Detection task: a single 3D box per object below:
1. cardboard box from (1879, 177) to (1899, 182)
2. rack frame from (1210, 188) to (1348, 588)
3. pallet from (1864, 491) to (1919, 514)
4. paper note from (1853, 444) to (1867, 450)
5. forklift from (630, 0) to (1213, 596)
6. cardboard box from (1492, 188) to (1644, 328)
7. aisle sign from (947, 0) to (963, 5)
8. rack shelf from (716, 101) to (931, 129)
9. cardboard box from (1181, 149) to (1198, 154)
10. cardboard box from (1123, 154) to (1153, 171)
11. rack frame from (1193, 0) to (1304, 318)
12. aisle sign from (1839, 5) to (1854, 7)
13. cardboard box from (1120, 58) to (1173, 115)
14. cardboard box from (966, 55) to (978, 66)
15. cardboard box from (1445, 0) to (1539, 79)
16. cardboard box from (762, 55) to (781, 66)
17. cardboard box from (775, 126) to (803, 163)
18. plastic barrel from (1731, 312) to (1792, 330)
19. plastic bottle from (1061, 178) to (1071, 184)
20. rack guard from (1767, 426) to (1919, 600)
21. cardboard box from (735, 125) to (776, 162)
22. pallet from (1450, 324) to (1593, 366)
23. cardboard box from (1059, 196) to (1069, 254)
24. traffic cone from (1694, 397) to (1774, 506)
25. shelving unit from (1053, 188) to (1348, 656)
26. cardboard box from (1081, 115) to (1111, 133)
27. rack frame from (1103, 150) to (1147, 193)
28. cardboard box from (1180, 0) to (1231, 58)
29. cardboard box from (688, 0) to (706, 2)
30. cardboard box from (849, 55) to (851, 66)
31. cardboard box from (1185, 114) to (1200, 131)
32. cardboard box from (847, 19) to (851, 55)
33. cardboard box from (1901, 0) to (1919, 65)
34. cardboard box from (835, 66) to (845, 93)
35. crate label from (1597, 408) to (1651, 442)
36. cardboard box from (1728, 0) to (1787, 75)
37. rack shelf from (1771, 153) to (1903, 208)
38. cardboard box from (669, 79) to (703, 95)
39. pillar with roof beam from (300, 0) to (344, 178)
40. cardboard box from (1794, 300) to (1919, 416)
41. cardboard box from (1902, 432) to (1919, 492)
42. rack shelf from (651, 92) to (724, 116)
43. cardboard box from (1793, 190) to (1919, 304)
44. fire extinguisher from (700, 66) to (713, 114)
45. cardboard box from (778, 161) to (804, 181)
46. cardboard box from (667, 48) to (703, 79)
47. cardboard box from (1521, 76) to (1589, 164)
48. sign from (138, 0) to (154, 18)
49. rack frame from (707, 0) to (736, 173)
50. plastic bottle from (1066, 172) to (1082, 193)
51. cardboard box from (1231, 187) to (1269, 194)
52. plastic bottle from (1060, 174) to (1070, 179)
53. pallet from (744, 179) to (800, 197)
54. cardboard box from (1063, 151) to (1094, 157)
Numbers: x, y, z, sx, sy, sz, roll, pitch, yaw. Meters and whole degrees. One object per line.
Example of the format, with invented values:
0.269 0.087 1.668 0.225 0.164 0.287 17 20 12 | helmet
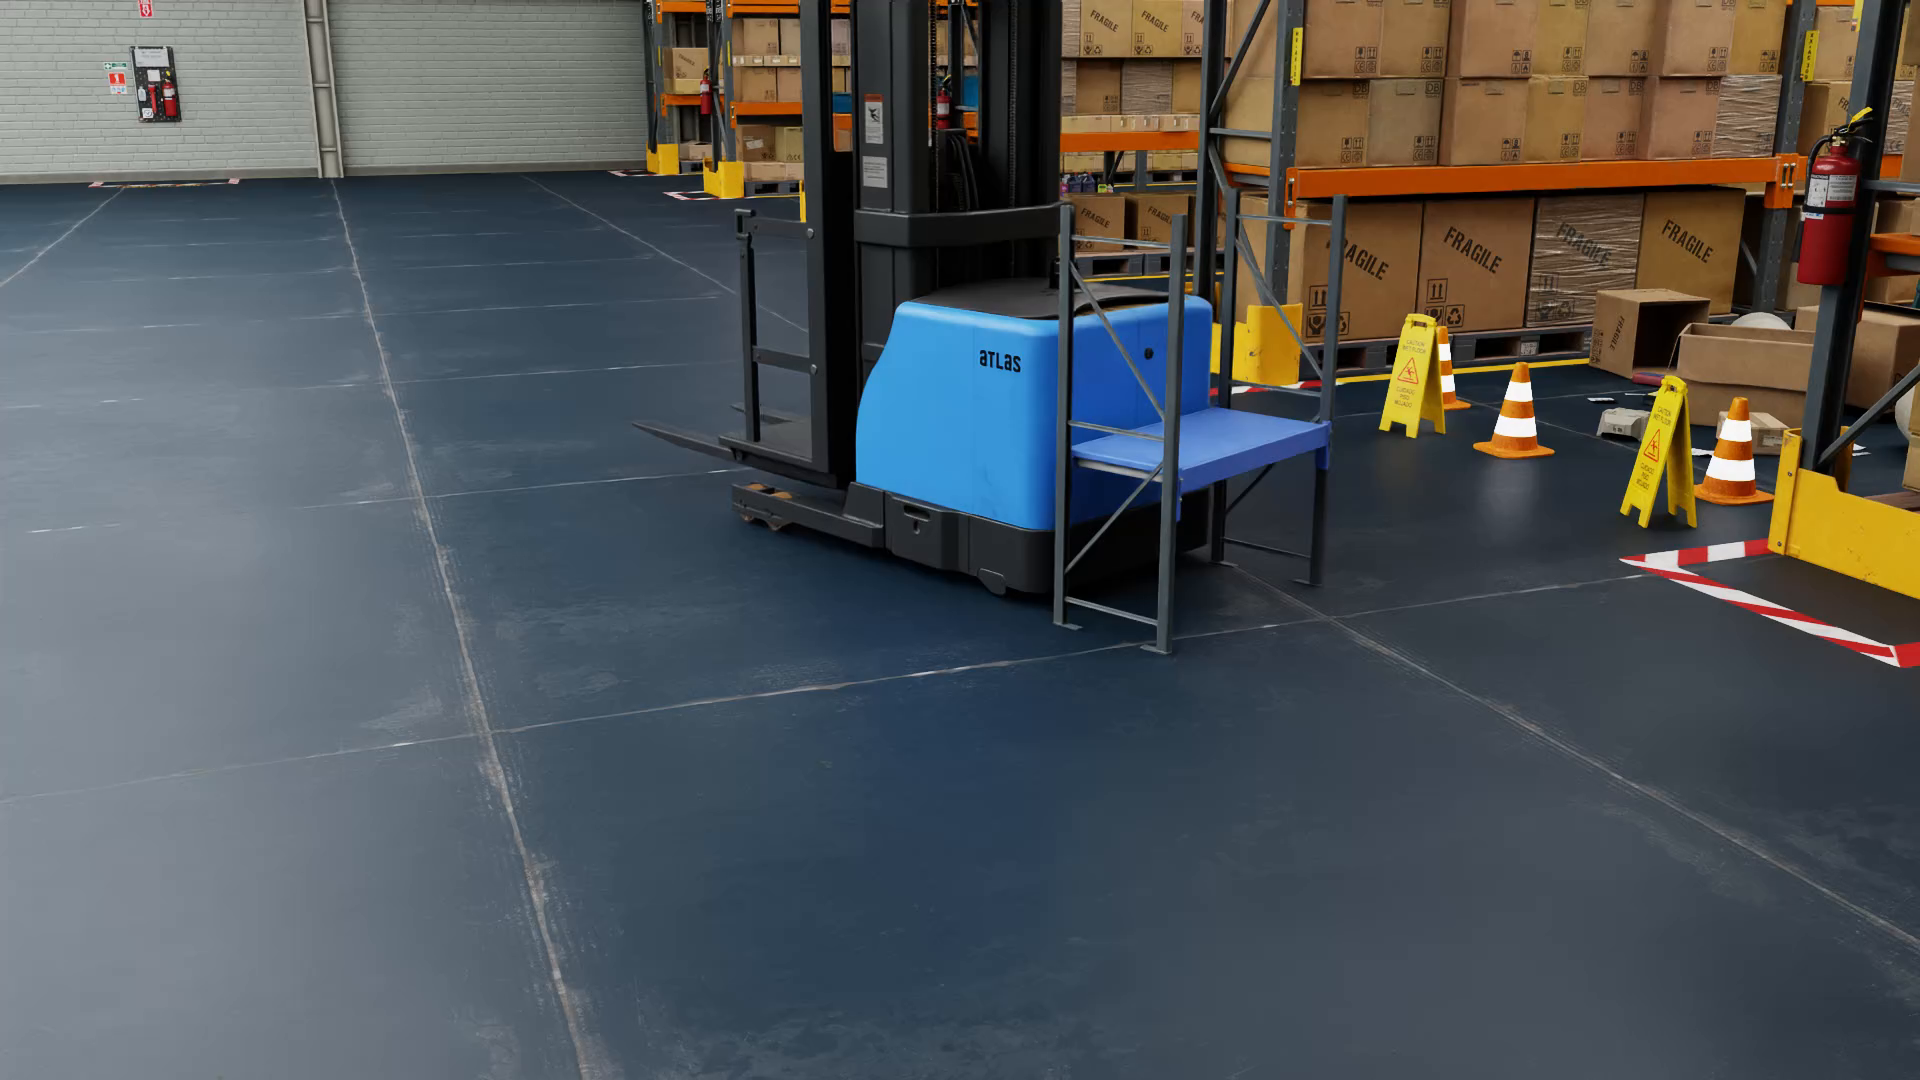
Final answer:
9.901 -4.105 18.778 0.875 0.875 1.225 -7 18 -22 | cardboard box
1.217 -0.582 6.419 0.500 1.500 0.032 14 22 40 | rack frame
4.508 -0.008 6.751 1.213 0.211 1.003 -6 17 -20 | pallet
4.683 -0.501 8.770 0.142 0.019 0.148 0 16 -1 | paper note
-0.366 -1.537 7.132 1.130 2.935 3.031 -15 22 -41 | forklift
4.083 -2.006 11.632 0.875 0.875 0.875 -6 17 -20 | cardboard box
-0.045 -5.193 14.845 0.004 0.787 0.394 -6 17 -20 | aisle sign
-1.554 -6.336 24.628 4.000 0.370 1.077 -6 17 -20 | rack shelf
3.648 -6.320 26.436 0.500 0.311 0.500 -6 17 -19 | cardboard box
2.694 -5.949 26.166 0.500 0.250 0.500 -6 17 -19 | cardboard box
1.801 -2.558 10.485 0.127 3.000 1.000 -6 17 -20 | rack frame
13.249 -8.122 24.819 0.004 0.787 0.394 -6 17 -20 | aisle sign
1.550 -4.233 15.484 0.500 0.500 0.875 -6 17 -20 | cardboard box
0.137 -7.159 24.823 0.250 0.149 0.380 -6 17 -20 | cardboard box
3.213 -3.276 10.746 0.550 0.550 0.875 -6 17 -20 | cardboard box
-2.732 -6.849 23.770 0.250 0.149 0.380 -7 18 -22 | cardboard box
-2.375 -5.768 24.221 0.500 0.500 0.500 -6 17 -20 | cardboard box
5.025 -1.207 10.457 0.421 0.421 0.512 6 17 18 | plastic barrel
1.329 -4.360 20.675 0.135 0.276 0.152 -6 17 -20 | plastic bottle
3.737 -0.074 6.463 0.348 0.500 1.175 -6 17 -20 | rack guard
-3.027 -5.854 24.514 0.500 0.500 0.500 -6 17 -20 | cardboard box
3.657 -1.443 11.638 1.213 0.211 1.003 -6 17 -20 | pallet
0.709 -2.934 15.456 0.500 0.500 0.500 -3 17 -10 | cardboard box
3.606 -0.431 7.745 0.334 0.463 0.336 -6 17 -20 | traffic cone
0.877 -0.476 6.057 0.538 1.500 1.048 14 22 40 | shelving unit
1.177 -3.791 15.129 0.250 0.149 0.380 -6 17 -20 | cardboard box
2.083 -5.579 20.774 0.127 3.000 1.000 -6 17 -20 | rack frame
2.132 -4.679 15.227 0.500 0.500 0.500 -6 17 -20 | cardboard box
-4.281 -9.292 27.881 0.500 0.500 0.500 -5 17 -16 | cardboard box
-1.542 -6.977 24.204 0.250 0.149 0.380 -6 17 -20 | cardboard box
2.093 -3.904 15.516 0.250 0.149 0.380 -6 17 -20 | cardboard box
-1.504 -7.355 24.342 0.500 0.500 0.700 -6 17 -20 | cardboard box
4.065 -2.045 6.259 0.500 0.500 0.700 -7 18 -21 | cardboard box
-2.026 -6.674 24.325 0.500 0.500 0.700 -6 17 -20 | cardboard box
3.603 -0.628 8.995 0.250 0.136 0.298 13 21 37 | crate label
5.179 -3.523 11.589 0.550 0.550 0.875 -6 17 -20 | cardboard box
7.403 -2.818 12.646 4.000 0.370 1.077 -6 17 -20 | rack shelf
-4.628 -7.686 28.179 0.500 0.250 0.500 -7 18 -22 | cardboard box
-8.915 -9.222 22.530 0.400 9.000 9.100 -6 17 -20 | pillar with roof beam
5.271 -1.073 9.617 0.503 0.637 0.797 -6 17 -20 | cardboard box
4.347 -0.303 6.940 0.500 0.250 0.500 -6 17 -20 | cardboard box
-3.330 -7.639 29.065 4.000 0.370 1.077 -6 17 -20 | rack shelf
6.985 -2.266 12.737 0.750 0.750 1.050 -6 17 -20 | cardboard box
-3.698 -6.553 24.227 0.183 0.674 0.296 -6 17 -20 | fire extinguisher
-2.375 -5.409 24.328 0.500 0.250 0.500 -6 17 -20 | cardboard box
-4.644 -8.049 28.085 0.500 0.500 0.500 -6 17 -20 | cardboard box
3.685 -2.828 11.139 0.500 0.550 0.875 -6 17 -20 | cardboard box
-12.820 -8.375 26.178 0.199 0.298 0.001 -6 17 -20 | sign
-3.421 -6.480 23.840 0.127 3.000 1.000 -6 17 -20 | rack frame
1.406 -4.359 20.540 0.185 0.351 0.144 -7 18 -23 | plastic bottle
2.935 -3.189 16.325 0.500 0.500 0.500 -1 16 -2 | cardboard box
1.336 -4.527 21.244 0.135 0.276 0.152 -5 17 -18 | plastic bottle
-2.722 -5.230 24.533 1.213 0.211 1.003 -6 17 -20 | pallet
1.741 -6.112 25.728 0.500 0.311 0.500 -7 18 -22 | cardboard box
